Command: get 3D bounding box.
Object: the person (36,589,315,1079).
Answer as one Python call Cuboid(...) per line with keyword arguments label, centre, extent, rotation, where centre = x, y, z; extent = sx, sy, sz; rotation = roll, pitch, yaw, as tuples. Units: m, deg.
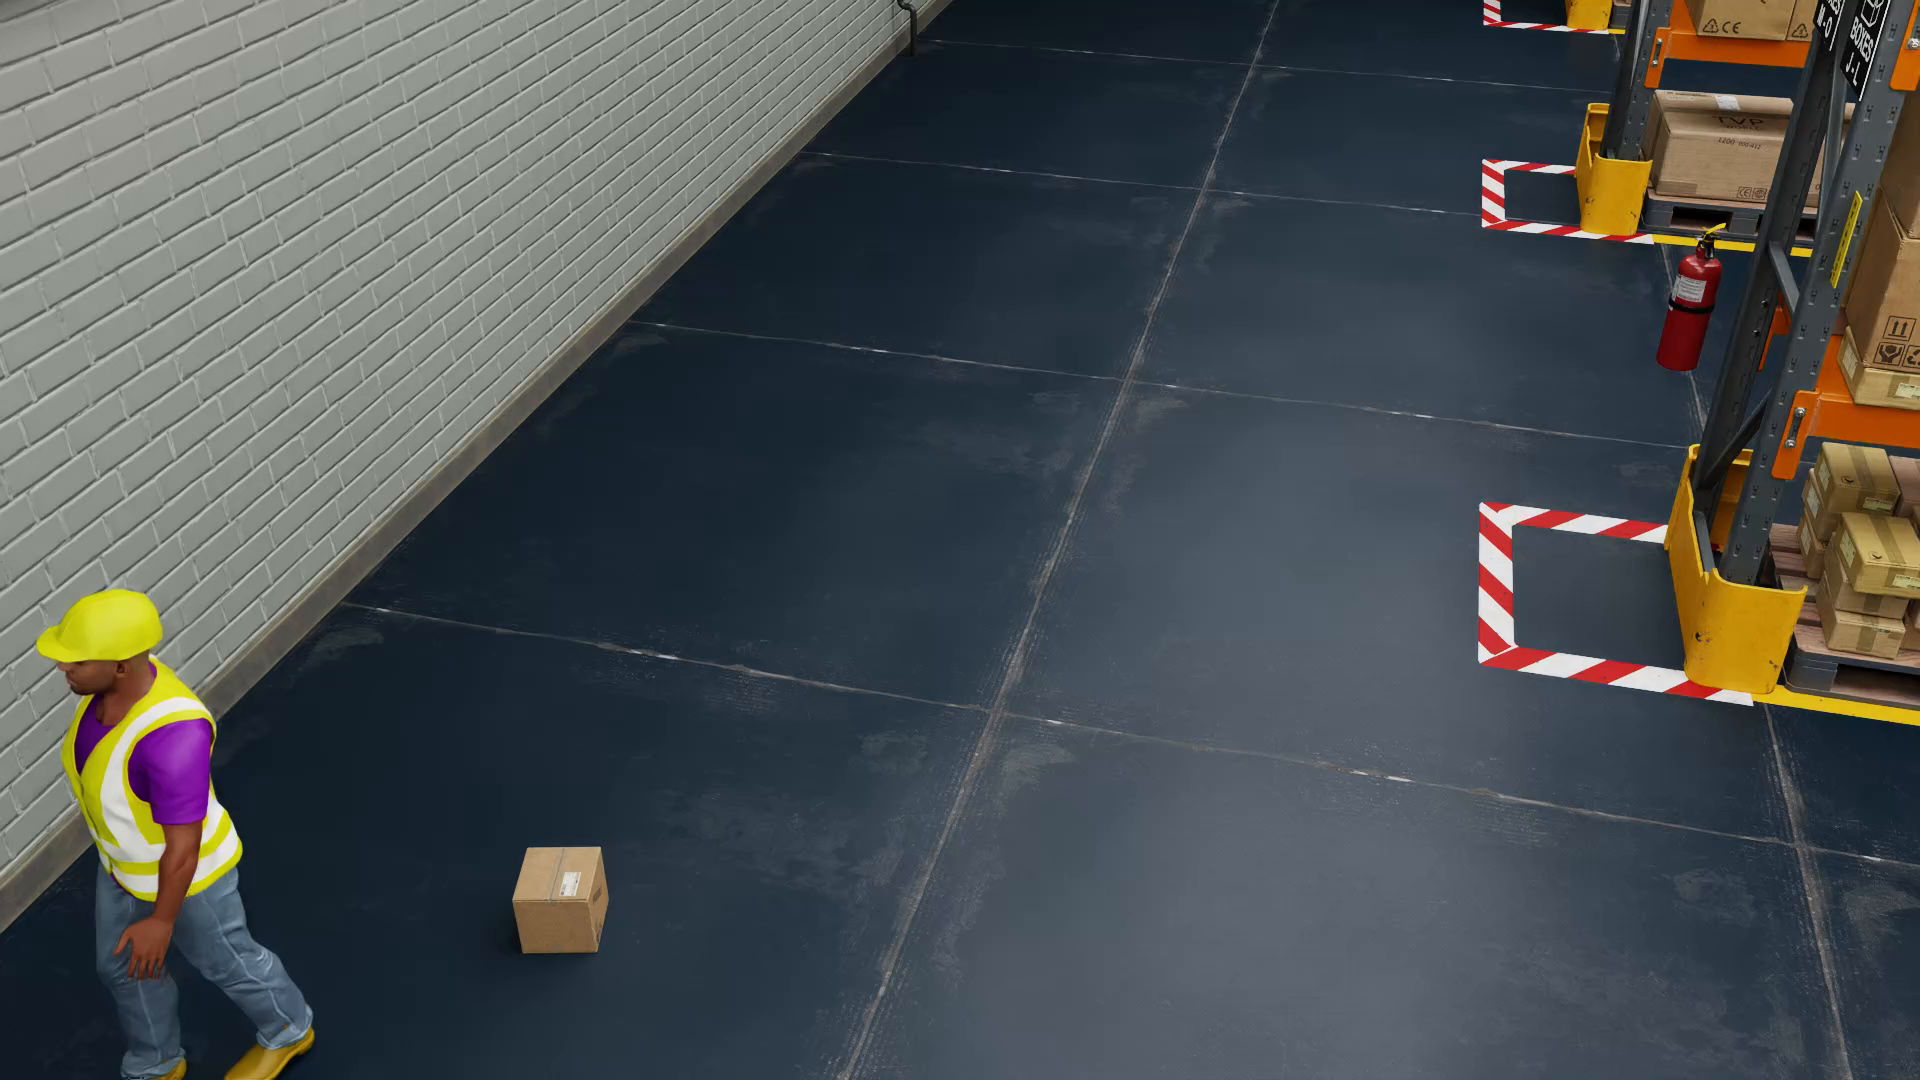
Cuboid(label="person", centre=(-2.272, 0.961, 4.642), extent=(0.573, 1.825, 0.627), rotation=(25, 40, 33))
